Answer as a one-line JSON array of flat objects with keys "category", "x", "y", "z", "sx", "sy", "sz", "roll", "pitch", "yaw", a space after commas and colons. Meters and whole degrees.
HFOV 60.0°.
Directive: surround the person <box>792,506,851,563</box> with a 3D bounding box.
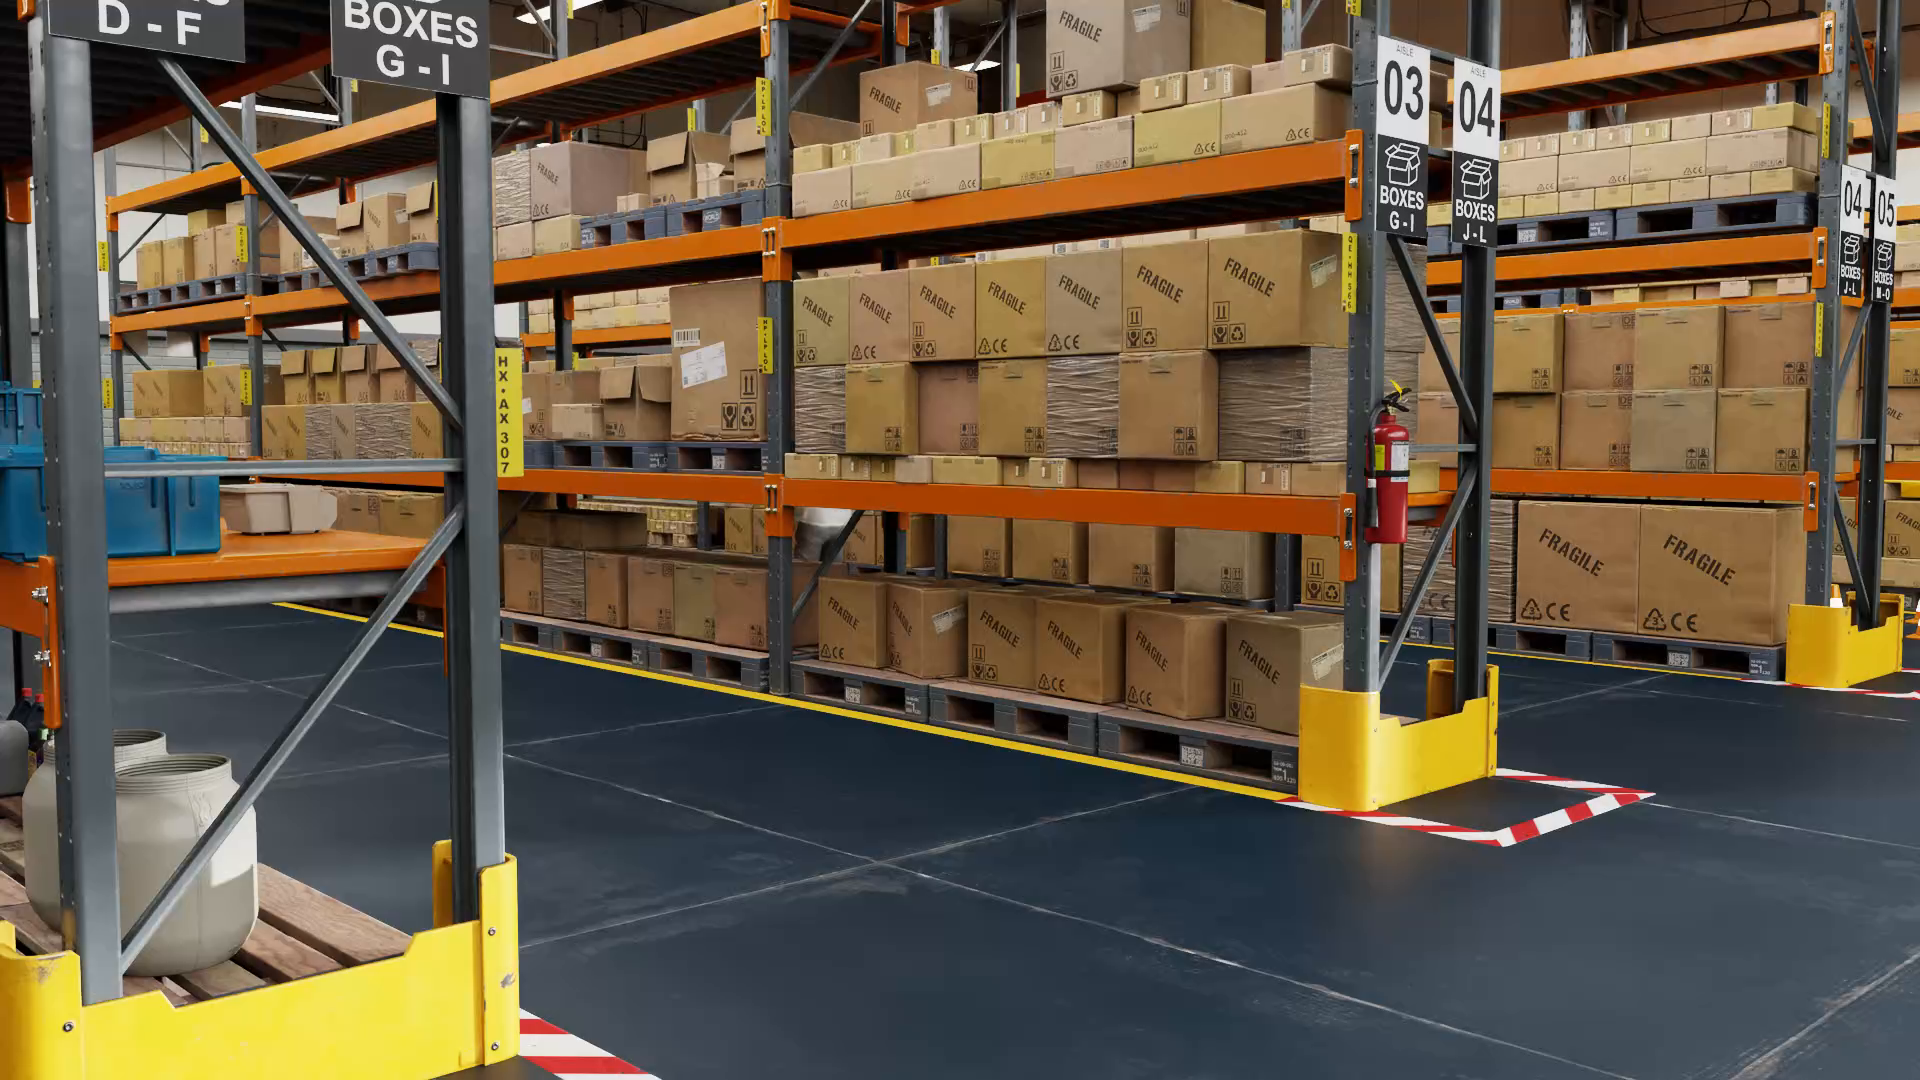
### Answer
[{"category": "person", "x": -1.068, "y": -0.134, "z": 12.558, "sx": 0.466, "sy": 1.769, "sz": 0.579, "roll": 4, "pitch": 5, "yaw": 43}]
